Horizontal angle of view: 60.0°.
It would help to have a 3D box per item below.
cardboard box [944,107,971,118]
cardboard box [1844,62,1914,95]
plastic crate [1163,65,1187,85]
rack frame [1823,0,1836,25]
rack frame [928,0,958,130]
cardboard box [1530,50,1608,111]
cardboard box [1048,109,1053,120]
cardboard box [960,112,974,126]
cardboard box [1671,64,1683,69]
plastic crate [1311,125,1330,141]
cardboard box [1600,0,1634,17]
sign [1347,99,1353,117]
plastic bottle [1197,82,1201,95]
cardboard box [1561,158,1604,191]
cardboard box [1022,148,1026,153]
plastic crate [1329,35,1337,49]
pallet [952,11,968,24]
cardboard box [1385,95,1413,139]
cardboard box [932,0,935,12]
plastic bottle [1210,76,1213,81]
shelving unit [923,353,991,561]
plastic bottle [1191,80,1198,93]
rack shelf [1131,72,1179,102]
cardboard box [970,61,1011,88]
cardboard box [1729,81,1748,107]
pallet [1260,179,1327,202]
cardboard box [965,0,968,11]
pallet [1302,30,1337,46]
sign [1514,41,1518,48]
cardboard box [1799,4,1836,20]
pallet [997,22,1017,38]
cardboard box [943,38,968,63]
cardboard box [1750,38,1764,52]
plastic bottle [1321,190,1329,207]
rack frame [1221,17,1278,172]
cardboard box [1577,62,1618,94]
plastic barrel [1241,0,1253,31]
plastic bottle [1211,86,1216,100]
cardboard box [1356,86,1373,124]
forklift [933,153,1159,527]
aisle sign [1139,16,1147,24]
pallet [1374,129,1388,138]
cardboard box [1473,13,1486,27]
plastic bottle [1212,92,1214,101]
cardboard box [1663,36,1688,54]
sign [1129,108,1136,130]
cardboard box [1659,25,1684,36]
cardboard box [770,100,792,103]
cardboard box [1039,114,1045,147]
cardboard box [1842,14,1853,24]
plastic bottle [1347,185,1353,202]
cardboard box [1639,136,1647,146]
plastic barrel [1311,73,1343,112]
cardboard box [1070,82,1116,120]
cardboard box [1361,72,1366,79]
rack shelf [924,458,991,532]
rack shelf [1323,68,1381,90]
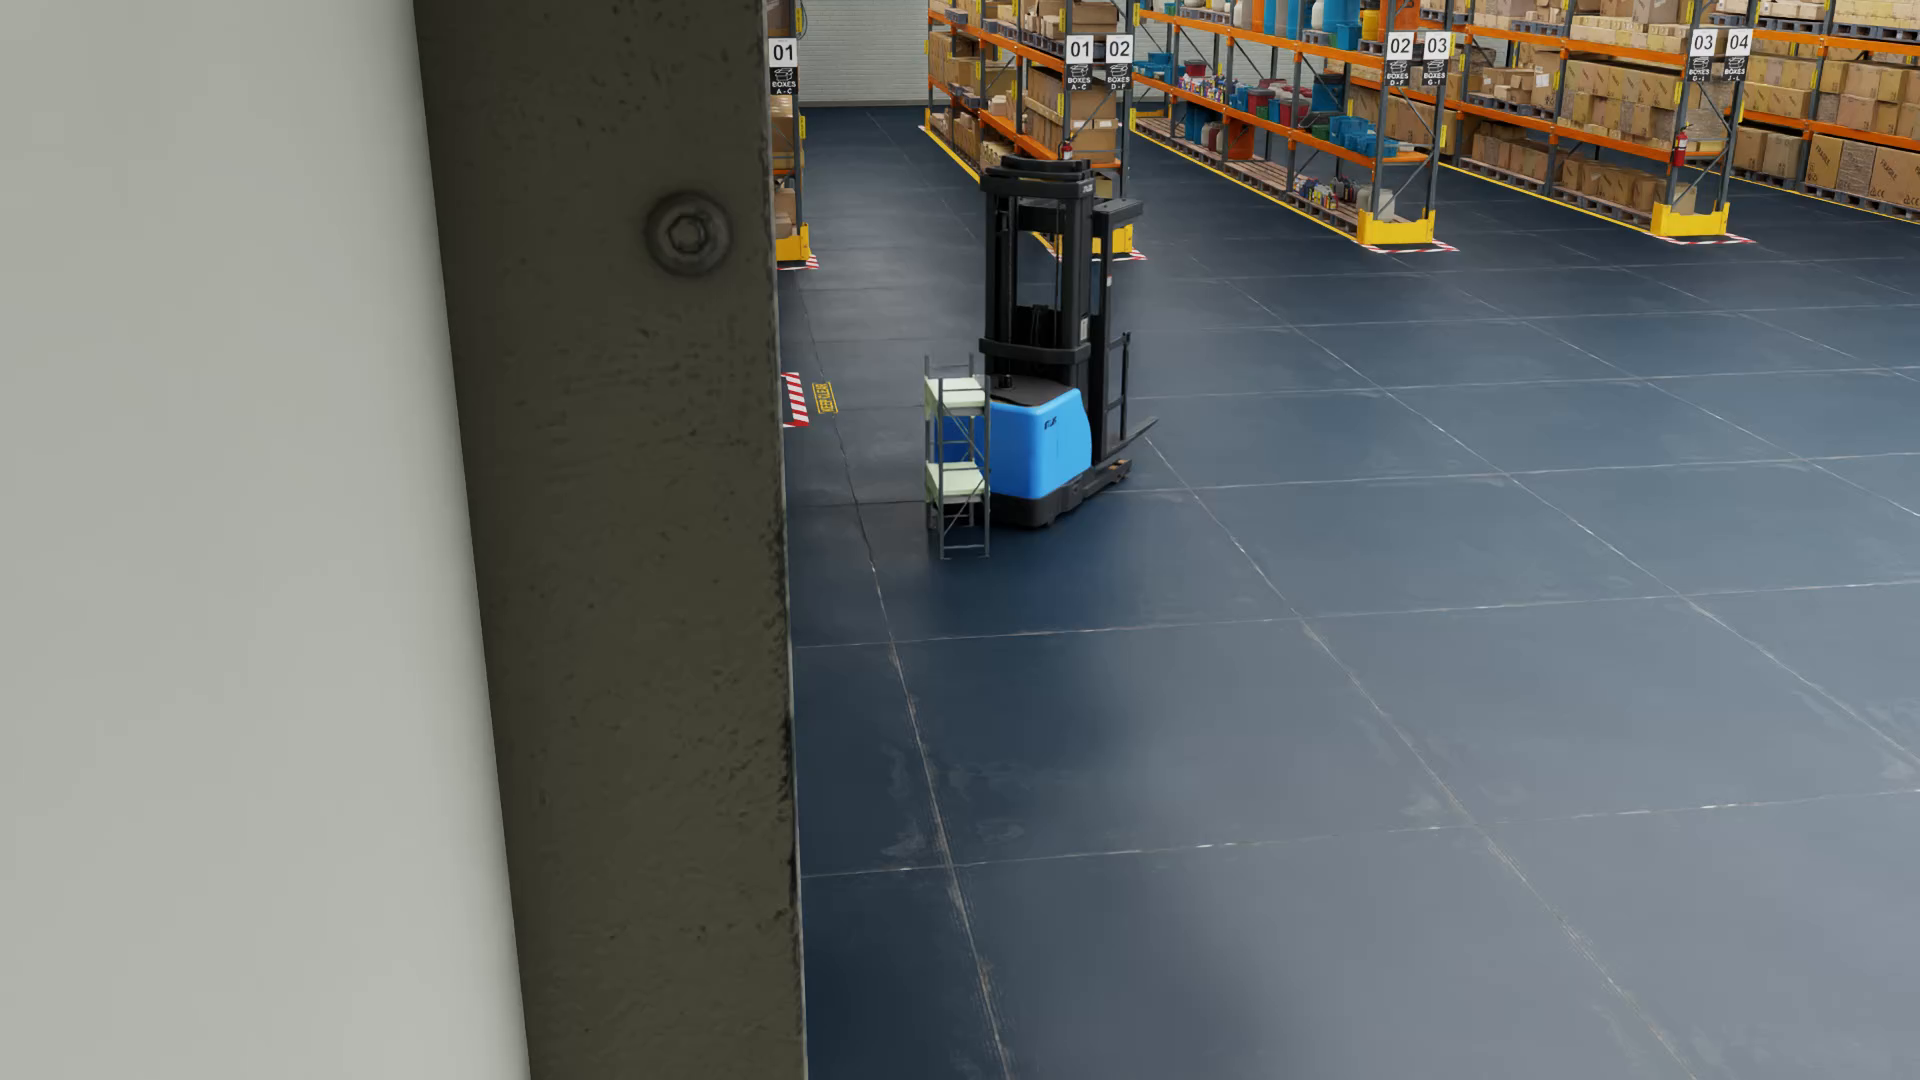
[{"bbox_3d":[0.042,-9.710,38.366,0.797,0.503,0.637,-3,21,-8],"label":"cardboard box"},{"bbox_3d":[16.410,-8.229,29.703,0.875,0.550,0.550,-3,21,-8],"label":"cardboard box"},{"bbox_3d":[4.815,-10.437,37.310,0.392,0.384,0.575,-3,21,-8],"label":"plastic crate"},{"bbox_3d":[16.197,-10.777,29.710,1.000,3.000,0.127,-3,21,-8],"label":"rack frame"},{"bbox_3d":[-0.259,-11.408,39.973,1.000,3.000,0.127,-3,21,-8],"label":"rack frame"},{"bbox_3d":[11.298,-8.512,30.760,1.000,1.000,1.000,-3,21,-7],"label":"cardboard box"},{"bbox_3d":[1.616,-6.790,26.539,0.380,0.149,0.250,-2,21,-6],"label":"cardboard box"},{"bbox_3d":[0.290,-8.884,35.086,0.500,0.250,0.500,-3,21,-8],"label":"cardboard box"},{"bbox_3d":[15.096,-9.856,34.726,0.380,0.149,0.250,-4,21,-10],"label":"cardboard box"},{"bbox_3d":[6.289,-6.918,28.255,0.450,0.188,0.662,-3,21,-8],"label":"plastic crate"},{"bbox_3d":[11.591,-9.434,29.119,0.500,0.500,0.500,-4,21,-9],"label":"cardboard box"},{"bbox_3d":[6.919,-7.655,29.530,0.100,0.325,0.005,-3,21,-8],"label":"sign"},{"bbox_3d":[5.080,-9.556,35.198,0.097,0.271,0.097,0,20,0],"label":"plastic bottle"},{"bbox_3d":[11.292,-6.637,30.171,0.500,0.500,0.500,-4,21,-9],"label":"cardboard box"},{"bbox_3d":[1.365,-7.286,31.465,0.500,0.311,0.500,-3,21,-8],"label":"cardboard box"},{"bbox_3d":[6.331,-8.248,27.527,0.336,0.188,0.450,-3,21,-8],"label":"plastic crate"},{"bbox_3d":[0.495,-10.752,34.198,1.213,0.211,1.003,-3,21,-8],"label":"pallet"},{"bbox_3d":[10.233,-9.502,37.307,1.225,0.875,0.875,-3,21,-8],"label":"cardboard box"},{"bbox_3d":[-0.377,-12.379,38.499,0.500,0.250,0.500,-3,21,-8],"label":"cardboard box"},{"bbox_3d":[5.596,-10.093,36.631,0.152,0.276,0.135,-3,21,-8],"label":"plastic bottle"},{"bbox_3d":[-0.027,-0.678,13.388,0.431,1.500,0.755,-3,21,-9],"label":"shelving unit"},{"bbox_3d":[5.043,-9.713,35.613,0.152,0.276,0.135,-3,21,-8],"label":"plastic bottle"},{"bbox_3d":[4.931,-10.627,38.910,1.077,0.370,4.000,-3,21,-8],"label":"rack shelf"},{"bbox_3d":[0.633,-9.658,34.545,0.700,0.500,0.500,-8,22,-21],"label":"cardboard box"},{"bbox_3d":[15.566,-8.879,33.059,0.500,0.500,0.500,-3,21,-8],"label":"cardboard box"},{"bbox_3d":[6.221,-6.465,30.725,1.003,0.211,1.213,-3,21,-8],"label":"pallet"},{"bbox_3d":[0.436,-11.310,34.538,0.600,0.600,0.600,-3,21,-8],"label":"cardboard box"},{"bbox_3d":[6.574,-8.574,28.367,1.213,0.211,1.003,-3,21,-8],"label":"pallet"},{"bbox_3d":[13.930,-12.500,41.659,0.100,0.325,0.005,-3,21,-8],"label":"sign"},{"bbox_3d":[15.937,-9.782,30.803,0.500,0.250,0.500,-3,21,-7],"label":"cardboard box"},{"bbox_3d":[1.245,-9.337,30.412,1.003,0.211,1.213,-2,21,-5],"label":"pallet"},{"bbox_3d":[-0.088,-10.878,36.981,0.500,0.500,0.500,-3,21,-9],"label":"cardboard box"},{"bbox_3d":[19.438,-12.038,40.087,0.500,0.500,0.500,-3,21,-7],"label":"cardboard box"},{"bbox_3d":[6.222,-5.797,28.215,0.152,0.276,0.135,-3,21,-9],"label":"plastic bottle"},{"bbox_3d":[5.796,-8.887,33.223,1.000,3.000,0.127,-3,21,-8],"label":"rack frame"},{"bbox_3d":[11.161,-8.065,29.024,0.500,0.500,0.500,-3,21,-8],"label":"cardboard box"},{"bbox_3d":[5.700,-10.231,31.819,0.600,0.901,0.600,0,20,0],"label":"plastic barrel"},{"bbox_3d":[5.228,-9.201,34.247,0.097,0.271,0.097,0,20,0],"label":"plastic bottle"},{"bbox_3d":[9.975,-10.267,39.355,0.875,0.875,0.875,-3,21,-8],"label":"cardboard box"},{"bbox_3d":[0.921,-1.953,14.757,1.130,2.935,3.031,11,23,27],"label":"forklift"},{"bbox_3d":[4.339,-12.884,40.210,0.394,0.787,0.004,-3,21,-8],"label":"aisle sign"},{"bbox_3d":[10.089,-9.482,38.803,1.003,0.211,1.213,-3,21,-8],"label":"pallet"},{"bbox_3d":[10.513,-10.296,32.923,0.500,0.250,0.500,-3,21,-7],"label":"cardboard box"},{"bbox_3d":[5.242,-9.134,34.169,0.097,0.201,0.097,0,20,0],"label":"plastic bottle"},{"bbox_3d":[11.530,-7.856,26.389,0.500,0.250,0.500,-2,21,-6],"label":"cardboard box"},{"bbox_3d":[2.597,-6.337,25.045,0.100,0.325,0.005,-3,21,-8],"label":"sign"},{"bbox_3d":[11.432,-8.154,26.618,0.380,0.149,0.250,-4,21,-10],"label":"cardboard box"},{"bbox_3d":[-2.917,-6.797,26.741,0.500,0.500,0.500,-4,21,-9],"label":"cardboard box"},{"bbox_3d":[1.692,-6.791,27.467,0.700,0.500,0.500,-3,21,-7],"label":"cardboard box"},{"bbox_3d":[15.952,-9.265,29.564,0.380,0.149,0.250,-3,21,-8],"label":"cardboard box"},{"bbox_3d":[6.739,-5.987,28.711,0.061,0.283,0.133,-3,21,-8],"label":"plastic bottle"},{"bbox_3d":[11.462,-6.595,27.446,0.380,0.149,0.250,-3,21,-8],"label":"cardboard box"},{"bbox_3d":[6.617,-7.886,29.826,0.600,0.901,0.708,-3,21,-8],"label":"plastic barrel"},{"bbox_3d":[1.985,-6.704,25.380,0.700,0.500,0.500,-3,21,-8],"label":"cardboard box"},{"bbox_3d":[9.604,-10.849,38.836,0.380,0.149,0.250,-3,21,-7],"label":"cardboard box"},{"bbox_3d":[-0.027,-0.373,13.502,0.431,0.370,0.720,-3,21,-9],"label":"rack shelf"},{"bbox_3d":[9.833,-10.877,39.579,1.077,0.370,4.000,-3,21,-8],"label":"rack shelf"}]
